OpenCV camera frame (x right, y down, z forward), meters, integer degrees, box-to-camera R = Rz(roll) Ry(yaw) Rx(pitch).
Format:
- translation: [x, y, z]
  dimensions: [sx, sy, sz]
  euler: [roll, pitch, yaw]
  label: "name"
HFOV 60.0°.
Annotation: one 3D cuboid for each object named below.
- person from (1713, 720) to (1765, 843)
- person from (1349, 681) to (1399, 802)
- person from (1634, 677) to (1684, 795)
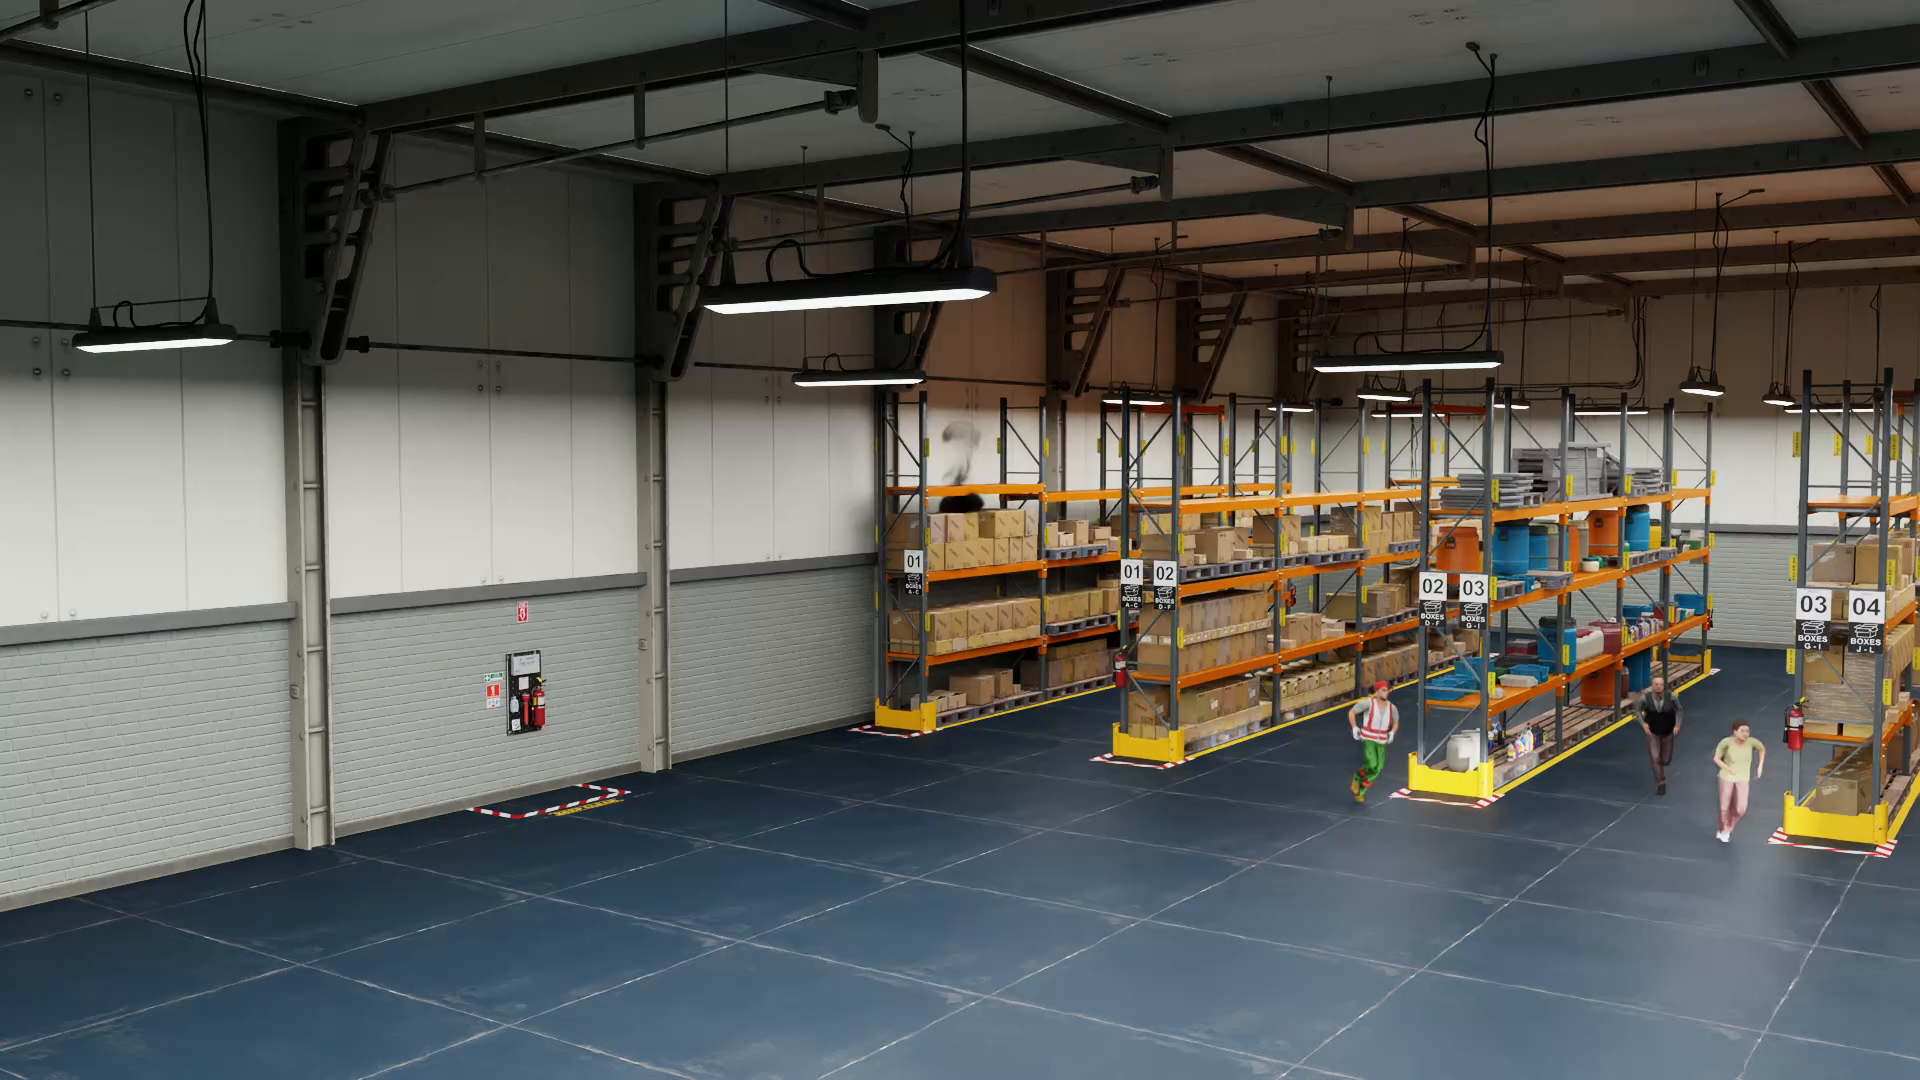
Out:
- translation: [9.814, 3.041, 20.952]
  dimensions: [0.630, 1.606, 0.684]
  euler: [1, 3, 12]
  label: "person"
- translation: [5.882, 2.841, 23.413]
  dimensions: [0.679, 1.714, 0.527]
  euler: [-1, 3, -11]
  label: "person"
- translation: [10.213, 2.791, 24.323]
  dimensions: [0.670, 1.617, 0.837]
  euler: [1, 3, 16]
  label: "person"
